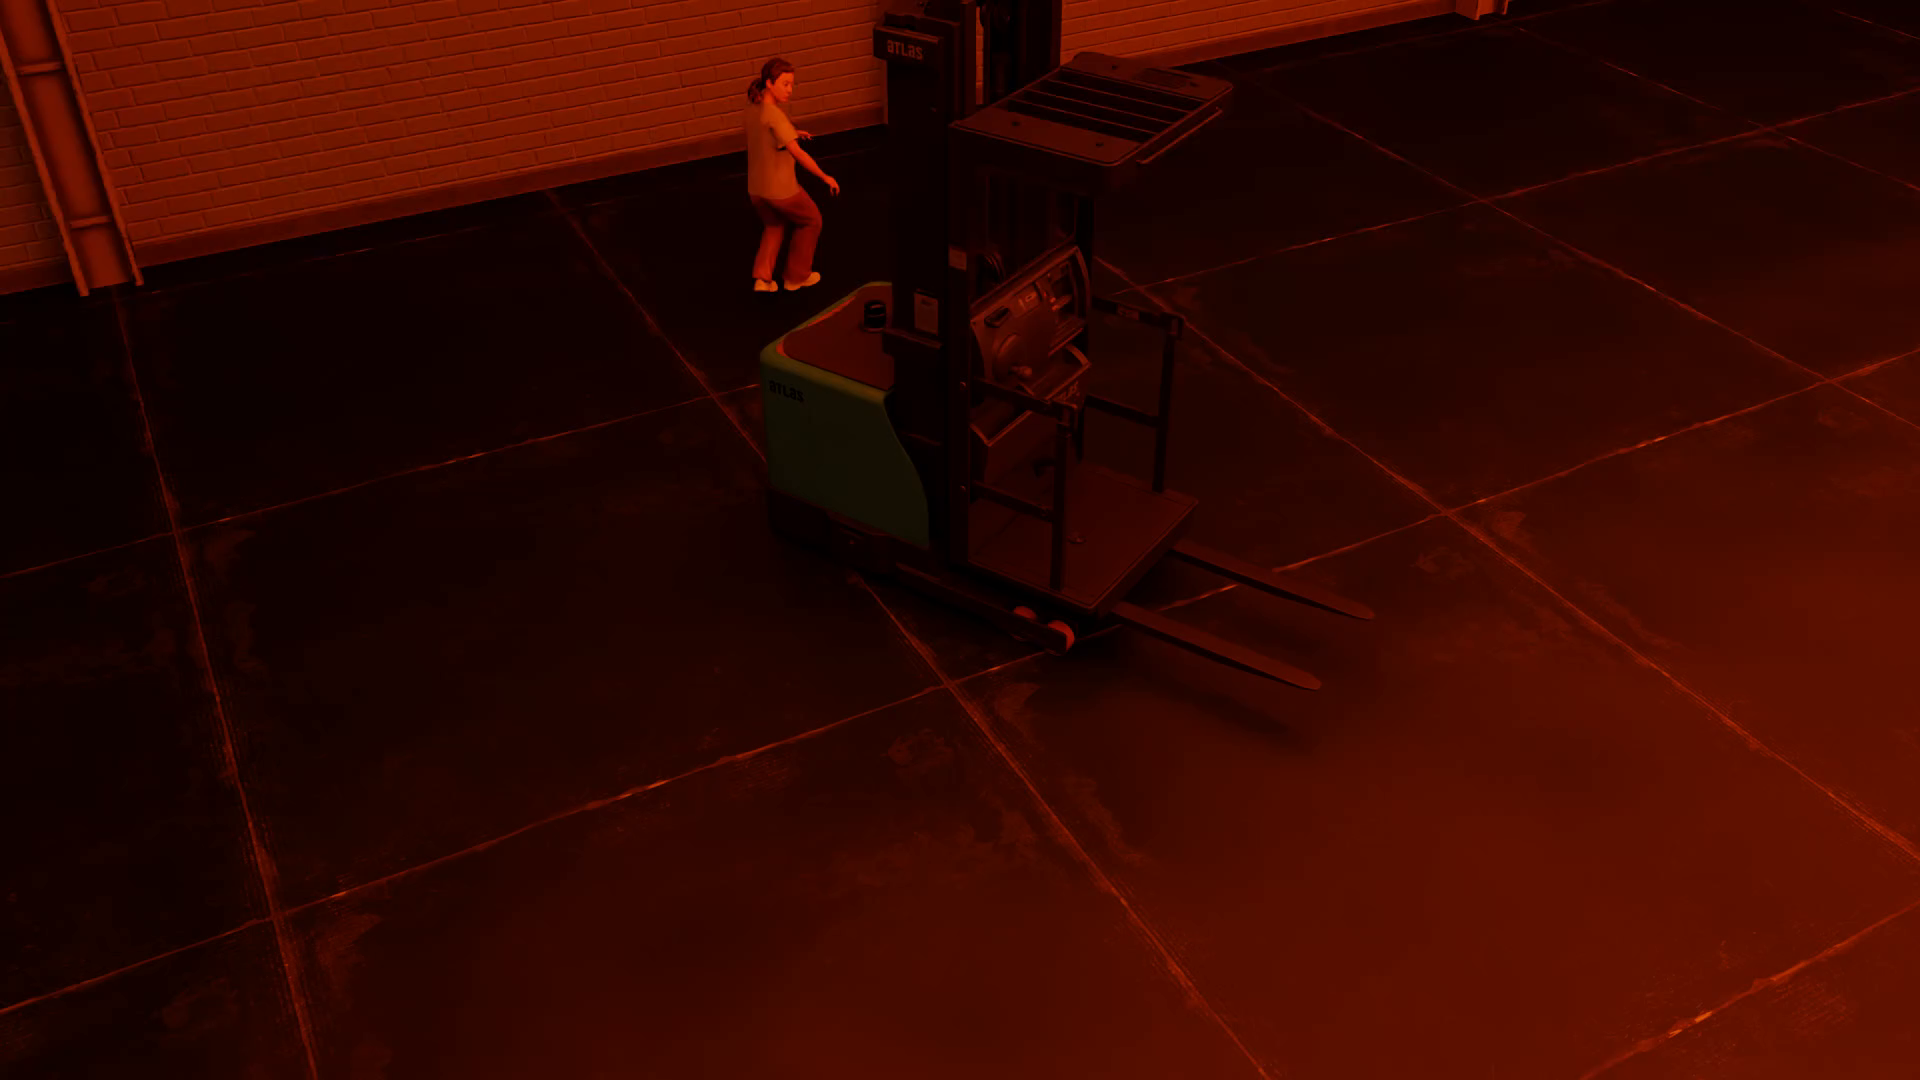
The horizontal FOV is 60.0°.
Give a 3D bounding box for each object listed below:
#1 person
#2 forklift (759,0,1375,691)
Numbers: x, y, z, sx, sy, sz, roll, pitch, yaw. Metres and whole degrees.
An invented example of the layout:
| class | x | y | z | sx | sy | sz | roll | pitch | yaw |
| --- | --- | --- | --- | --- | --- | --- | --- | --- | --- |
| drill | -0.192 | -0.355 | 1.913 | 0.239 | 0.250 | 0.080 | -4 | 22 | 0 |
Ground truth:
| class | x | y | z | sx | sy | sz | roll | pitch | yaw |
| --- | --- | --- | --- | --- | --- | --- | --- | --- | --- |
| person | -1.058 | -2.269 | 10.532 | 0.774 | 1.551 | 0.749 | 25 | 42 | 31 |
| forklift | 0.506 | -1.000 | 7.537 | 3.031 | 2.935 | 1.130 | 21 | 40 | 27 |
